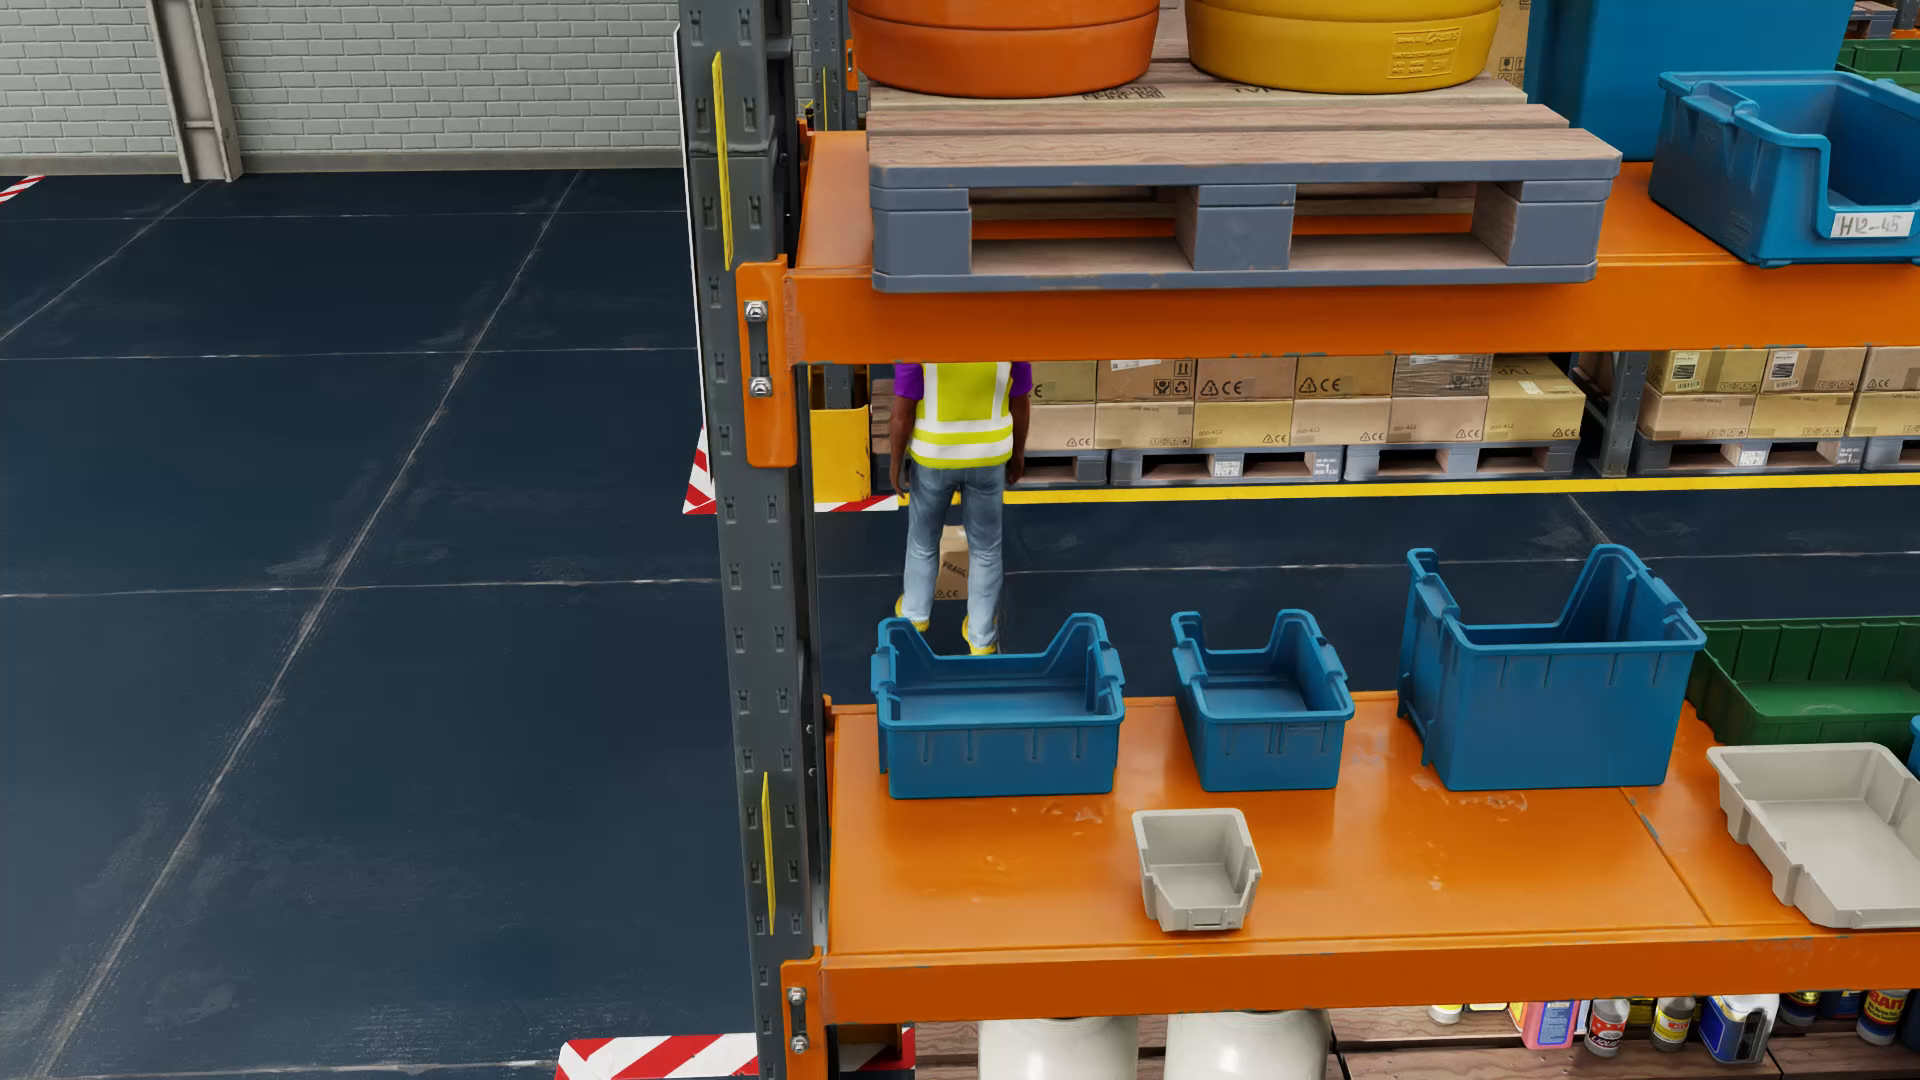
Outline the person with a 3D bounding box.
[{"bbox_3d":[-0.017,-0.390,6.831,0.575,1.770,0.571,-4,28,-7],"label":"person"}]
